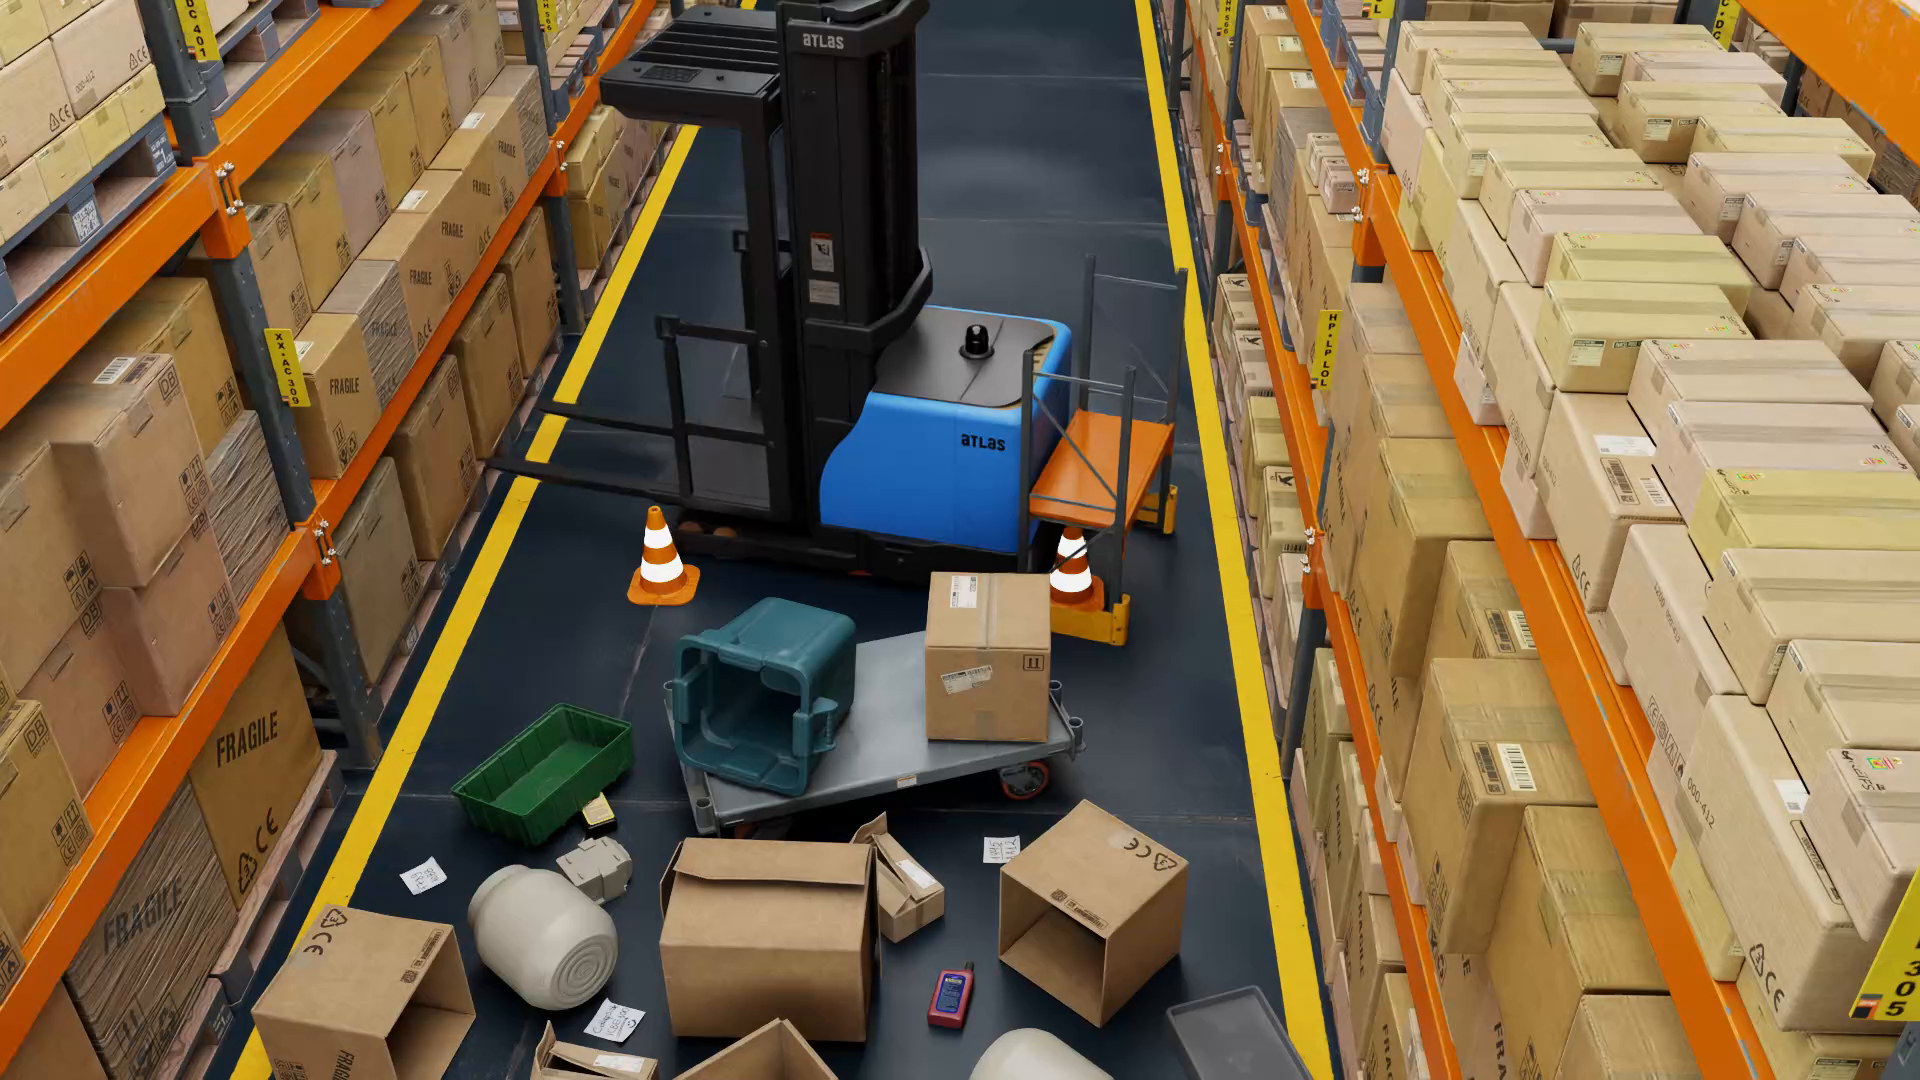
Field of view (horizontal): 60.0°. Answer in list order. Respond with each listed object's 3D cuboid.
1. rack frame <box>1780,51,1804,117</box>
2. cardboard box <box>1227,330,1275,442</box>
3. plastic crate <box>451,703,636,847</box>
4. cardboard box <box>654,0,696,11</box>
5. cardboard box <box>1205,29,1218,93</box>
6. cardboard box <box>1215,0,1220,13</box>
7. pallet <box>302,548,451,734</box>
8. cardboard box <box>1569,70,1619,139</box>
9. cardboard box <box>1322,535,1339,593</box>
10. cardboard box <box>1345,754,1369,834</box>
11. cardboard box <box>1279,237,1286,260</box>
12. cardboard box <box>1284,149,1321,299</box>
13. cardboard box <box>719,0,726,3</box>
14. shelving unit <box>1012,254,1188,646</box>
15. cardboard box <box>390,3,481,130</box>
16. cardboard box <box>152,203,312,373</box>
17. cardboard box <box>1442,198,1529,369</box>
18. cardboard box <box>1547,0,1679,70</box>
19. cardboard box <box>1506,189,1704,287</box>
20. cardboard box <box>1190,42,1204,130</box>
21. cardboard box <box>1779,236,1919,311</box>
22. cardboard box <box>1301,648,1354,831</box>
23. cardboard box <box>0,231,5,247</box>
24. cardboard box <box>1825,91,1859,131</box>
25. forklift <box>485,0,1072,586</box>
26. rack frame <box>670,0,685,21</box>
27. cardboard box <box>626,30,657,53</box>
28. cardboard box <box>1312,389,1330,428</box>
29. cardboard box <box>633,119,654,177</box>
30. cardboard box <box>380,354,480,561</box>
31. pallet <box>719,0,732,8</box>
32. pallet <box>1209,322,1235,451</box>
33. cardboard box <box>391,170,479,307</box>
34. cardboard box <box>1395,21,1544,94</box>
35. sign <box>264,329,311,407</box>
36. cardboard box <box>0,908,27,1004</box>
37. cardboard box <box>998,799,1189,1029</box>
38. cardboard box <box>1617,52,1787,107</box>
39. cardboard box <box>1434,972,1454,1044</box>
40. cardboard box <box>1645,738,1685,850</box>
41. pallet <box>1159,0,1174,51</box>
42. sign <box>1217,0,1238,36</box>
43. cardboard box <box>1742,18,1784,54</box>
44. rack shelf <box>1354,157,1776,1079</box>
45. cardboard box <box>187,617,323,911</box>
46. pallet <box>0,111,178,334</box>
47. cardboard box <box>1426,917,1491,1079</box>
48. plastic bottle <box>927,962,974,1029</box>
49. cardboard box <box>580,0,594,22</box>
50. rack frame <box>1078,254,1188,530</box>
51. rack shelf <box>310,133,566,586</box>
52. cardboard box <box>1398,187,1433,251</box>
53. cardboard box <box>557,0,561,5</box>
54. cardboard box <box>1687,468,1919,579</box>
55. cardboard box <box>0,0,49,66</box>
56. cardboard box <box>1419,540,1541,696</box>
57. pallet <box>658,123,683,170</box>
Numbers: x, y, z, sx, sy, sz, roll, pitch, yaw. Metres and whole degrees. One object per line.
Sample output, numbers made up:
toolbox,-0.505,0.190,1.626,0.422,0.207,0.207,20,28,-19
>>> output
rack frame,7.180,-4.690,12.761,1.000,3.000,0.127,1,35,2
cardboard box,2.006,-0.853,9.220,0.950,0.372,0.625,1,35,1
plastic crate,-1.749,0.994,7.068,0.450,0.188,0.662,11,35,32
cardboard box,-2.438,-4.458,14.027,0.380,0.149,0.250,3,35,4
cardboard box,1.826,-3.034,10.534,0.500,0.250,0.500,2,35,3
cardboard box,1.832,-3.553,10.185,0.500,0.500,0.500,2,35,3
pallet,-3.095,0.433,7.896,1.003,0.211,1.213,1,35,2
cardboard box,2.150,-1.233,5.105,0.500,0.250,0.500,1,35,1
cardboard box,1.566,0.070,6.206,0.380,0.149,0.250,1,35,2
cardboard box,1.522,0.873,5.655,0.380,0.149,0.250,3,35,4
cardboard box,1.748,-1.464,8.023,0.380,0.149,0.250,2,35,3
cardboard box,1.734,-1.393,7.358,0.500,0.500,0.500,2,35,4
cardboard box,-2.363,-5.109,15.470,0.380,0.149,0.250,2,35,3
shelving unit,0.684,-0.448,8.029,0.587,1.500,1.083,11,37,16
cardboard box,-2.937,-2.462,8.634,0.700,0.500,0.500,1,35,1
cardboard box,-3.037,-0.998,6.551,0.700,0.500,0.500,1,35,1
cardboard box,1.563,-0.663,4.294,0.500,0.250,0.500,2,35,2
cardboard box,2.323,-1.871,5.905,0.500,0.250,0.500,0,35,1
cardboard box,1.563,-0.734,4.048,0.380,0.149,0.250,1,35,1
cardboard box,2.276,-3.747,12.901,0.875,0.875,0.875,2,35,3
cardboard box,2.138,-0.577,3.824,0.380,0.149,0.250,2,35,3
cardboard box,1.606,0.773,6.361,0.500,0.500,0.500,3,35,4
cardboard box,-2.787,-0.800,4.382,0.380,0.149,0.250,2,35,3
cardboard box,6.925,-3.260,12.535,0.500,0.500,0.500,1,35,1
forklift,-0.995,-1.379,8.109,3.031,2.935,1.130,9,36,12
rack frame,-2.730,-4.859,13.001,1.000,3.000,0.127,1,35,2
cardboard box,-2.541,-3.586,12.346,0.500,0.250,0.500,3,35,4
cardboard box,1.644,-0.577,6.762,0.380,0.149,0.250,2,35,3
cardboard box,-2.553,-2.988,12.147,0.500,0.500,0.500,1,35,1
cardboard box,-3.073,-0.427,8.286,1.050,0.750,0.750,1,35,2
pallet,-2.692,-4.807,15.353,1.003,0.211,1.213,1,35,2
pallet,2.027,-0.915,9.814,1.003,0.211,1.213,1,35,2
cardboard box,-2.698,-1.468,8.089,0.500,0.500,0.500,2,35,3
cardboard box,1.560,-1.484,5.114,0.380,0.149,0.250,1,35,1
sign,-2.496,-0.637,6.172,0.100,0.325,0.005,1,35,2
cardboard box,-3.094,1.125,4.356,0.875,0.550,0.550,1,35,2
cardboard box,0.497,1.399,6.267,0.500,0.500,0.500,28,44,33
cardboard box,2.171,-1.319,4.880,0.380,0.149,0.250,0,35,1
cardboard box,1.521,1.238,4.544,0.380,0.149,0.250,1,35,1
cardboard box,1.495,0.460,3.042,0.380,0.149,0.250,2,35,3
pallet,2.375,-4.800,15.341,1.003,0.211,1.213,1,35,2
sign,1.505,-2.989,9.333,0.100,0.325,0.005,1,35,2
cardboard box,6.924,-4.275,14.183,0.396,0.266,0.258,3,35,4
rack shelf,1.819,0.010,4.090,1.077,0.370,4.000,1,35,2
cardboard box,-3.146,0.795,6.439,0.875,0.875,0.875,2,35,3
pallet,-3.094,-0.984,4.955,1.003,0.211,1.213,1,35,2
cardboard box,1.533,1.036,4.267,0.500,0.500,0.500,1,35,2
plastic bottle,-0.027,1.694,6.232,0.133,0.061,0.283,7,36,10
cardboard box,-2.632,-3.499,10.920,0.380,0.149,0.250,2,35,3
rack frame,0.848,-0.720,8.415,0.500,1.500,0.032,11,37,16
rack shelf,-2.971,-1.117,8.303,1.077,0.370,4.000,1,35,2
cardboard box,1.573,-1.008,5.131,0.380,0.149,0.250,1,35,2
cardboard box,-2.656,-3.430,10.303,0.380,0.149,0.250,1,35,2
cardboard box,1.559,0.001,3.002,0.380,0.149,0.250,2,35,2
cardboard box,-2.768,-1.419,4.570,0.380,0.149,0.250,1,35,2
cardboard box,1.645,0.352,4.371,0.700,0.500,0.500,1,35,2
pallet,-2.759,-3.271,13.166,1.003,0.211,1.213,1,35,2
